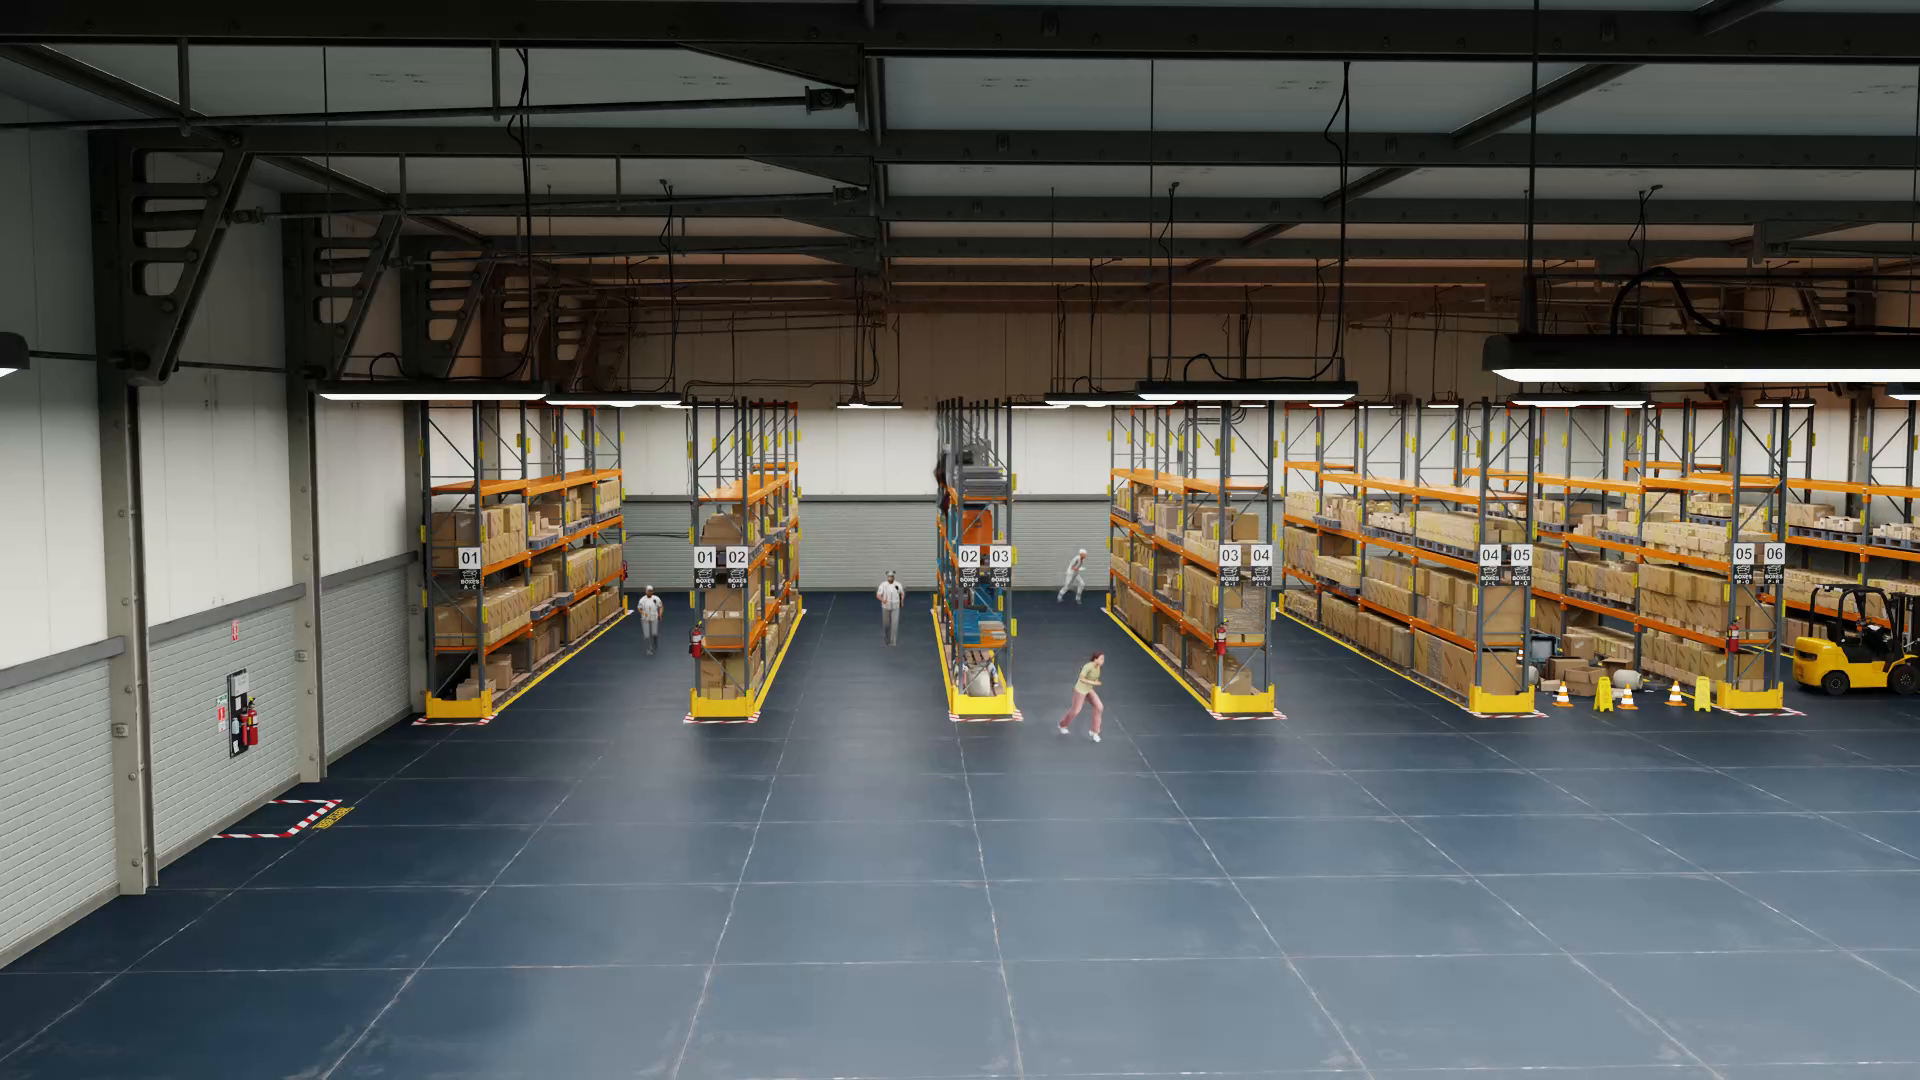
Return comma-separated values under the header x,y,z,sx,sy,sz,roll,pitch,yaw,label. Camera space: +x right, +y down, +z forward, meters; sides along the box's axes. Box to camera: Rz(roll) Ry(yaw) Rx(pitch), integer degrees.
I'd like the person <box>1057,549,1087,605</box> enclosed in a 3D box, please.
x,y,z,sx,sy,sz,roll,pitch,yaw,label
3.345,1.103,49.348,1.021,1.718,0.706,3,5,33,person

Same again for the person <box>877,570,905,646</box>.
x,y,z,sx,sy,sz,roll,pitch,yaw,label
-1.596,1.585,38.721,0.674,1.781,0.720,-1,4,-7,person

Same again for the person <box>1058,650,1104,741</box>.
x,y,z,sx,sy,sz,roll,pitch,yaw,label
2.125,2.708,29.127,0.943,1.624,0.617,3,6,37,person

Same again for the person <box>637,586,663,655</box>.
x,y,z,sx,sy,sz,roll,pitch,yaw,label
-7.286,1.899,39.133,0.599,1.616,0.523,-1,4,-8,person
